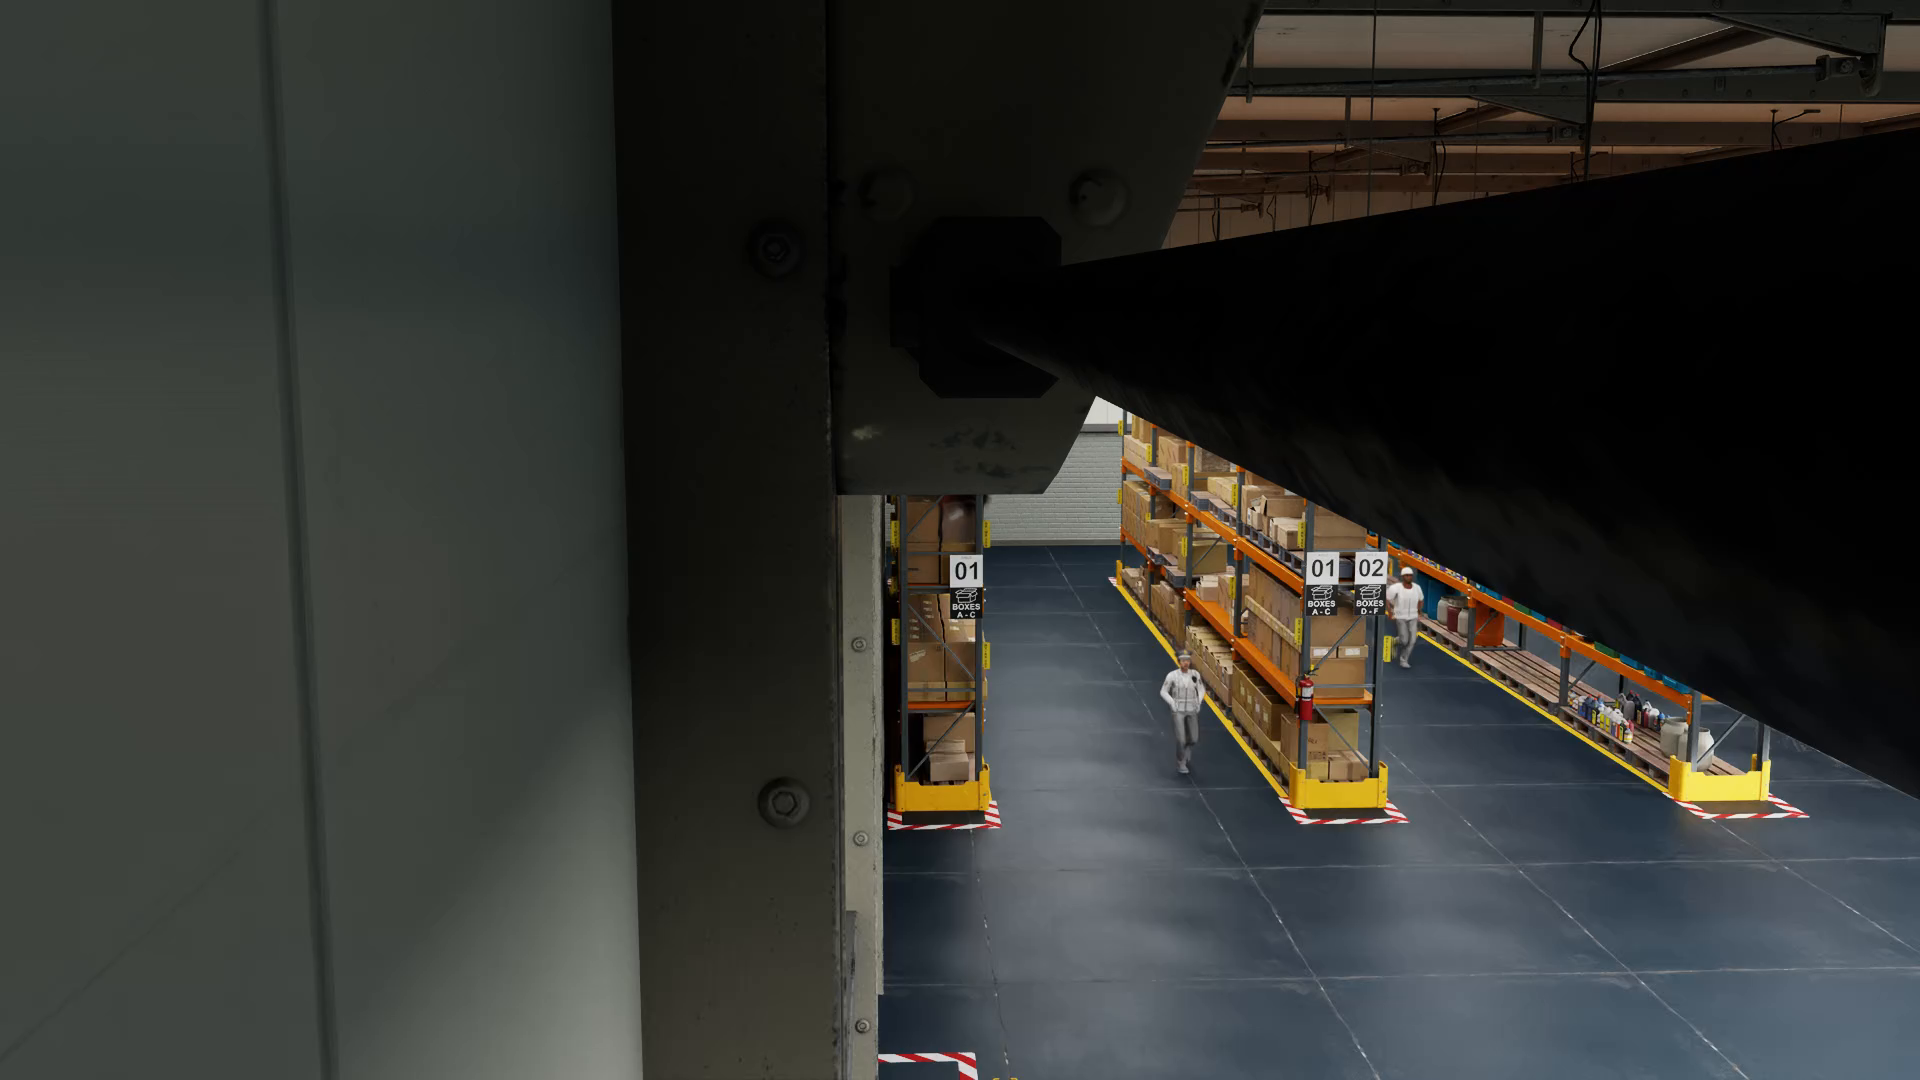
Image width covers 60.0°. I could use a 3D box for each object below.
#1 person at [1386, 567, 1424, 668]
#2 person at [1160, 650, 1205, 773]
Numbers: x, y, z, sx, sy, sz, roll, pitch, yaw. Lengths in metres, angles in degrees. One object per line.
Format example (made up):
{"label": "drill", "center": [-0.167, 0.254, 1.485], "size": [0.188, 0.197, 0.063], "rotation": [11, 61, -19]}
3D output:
{"label": "person", "center": [7.592, 1.315, 28.332], "size": [0.701, 1.716, 0.587], "rotation": [-1, 9, -8]}
{"label": "person", "center": [2.978, 2.264, 22.143], "size": [0.612, 1.648, 0.555], "rotation": [-1, 8, -5]}
